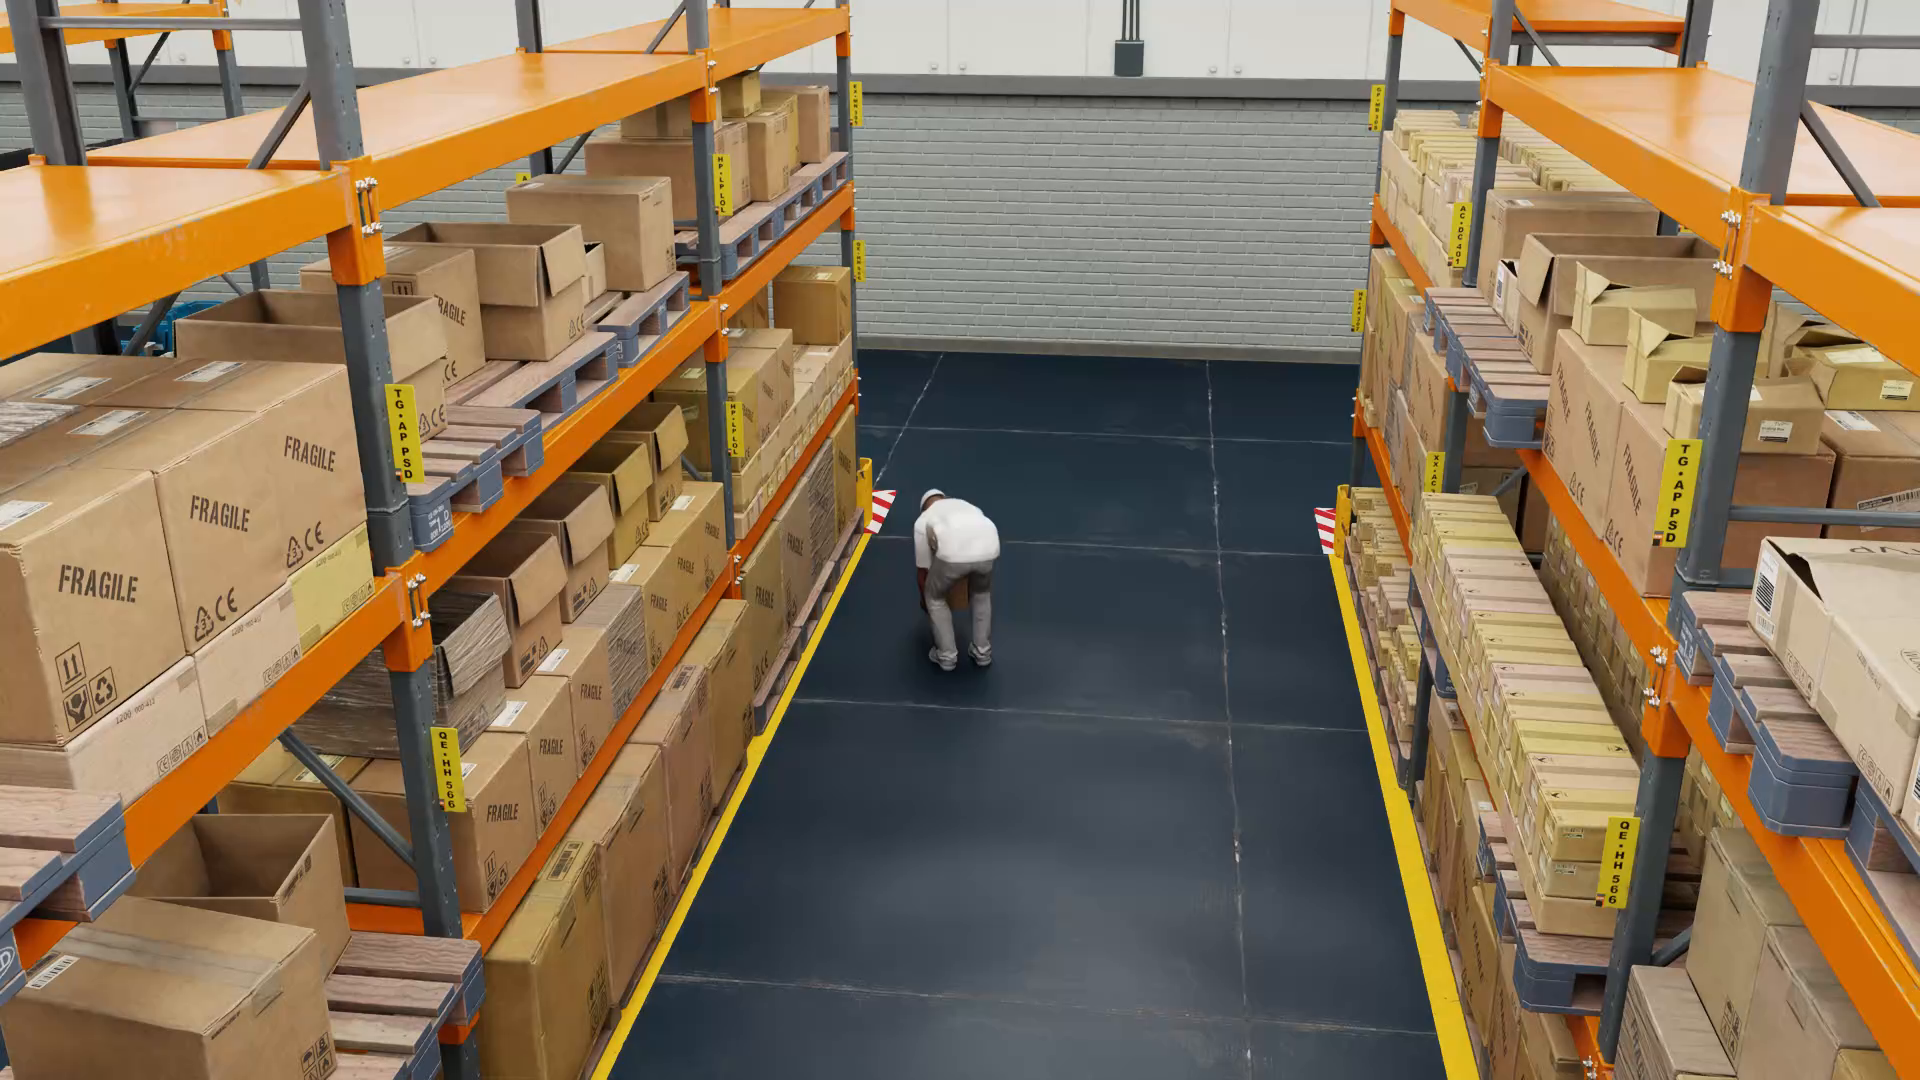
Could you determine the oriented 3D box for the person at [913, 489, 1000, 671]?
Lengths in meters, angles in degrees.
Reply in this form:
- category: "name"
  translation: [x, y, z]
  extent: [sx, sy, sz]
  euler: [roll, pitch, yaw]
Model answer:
- category: "person"
  translation: [-0.059, 0.247, 11.364]
  extent: [0.480, 1.075, 0.982]
  euler: [-7, 22, -19]
